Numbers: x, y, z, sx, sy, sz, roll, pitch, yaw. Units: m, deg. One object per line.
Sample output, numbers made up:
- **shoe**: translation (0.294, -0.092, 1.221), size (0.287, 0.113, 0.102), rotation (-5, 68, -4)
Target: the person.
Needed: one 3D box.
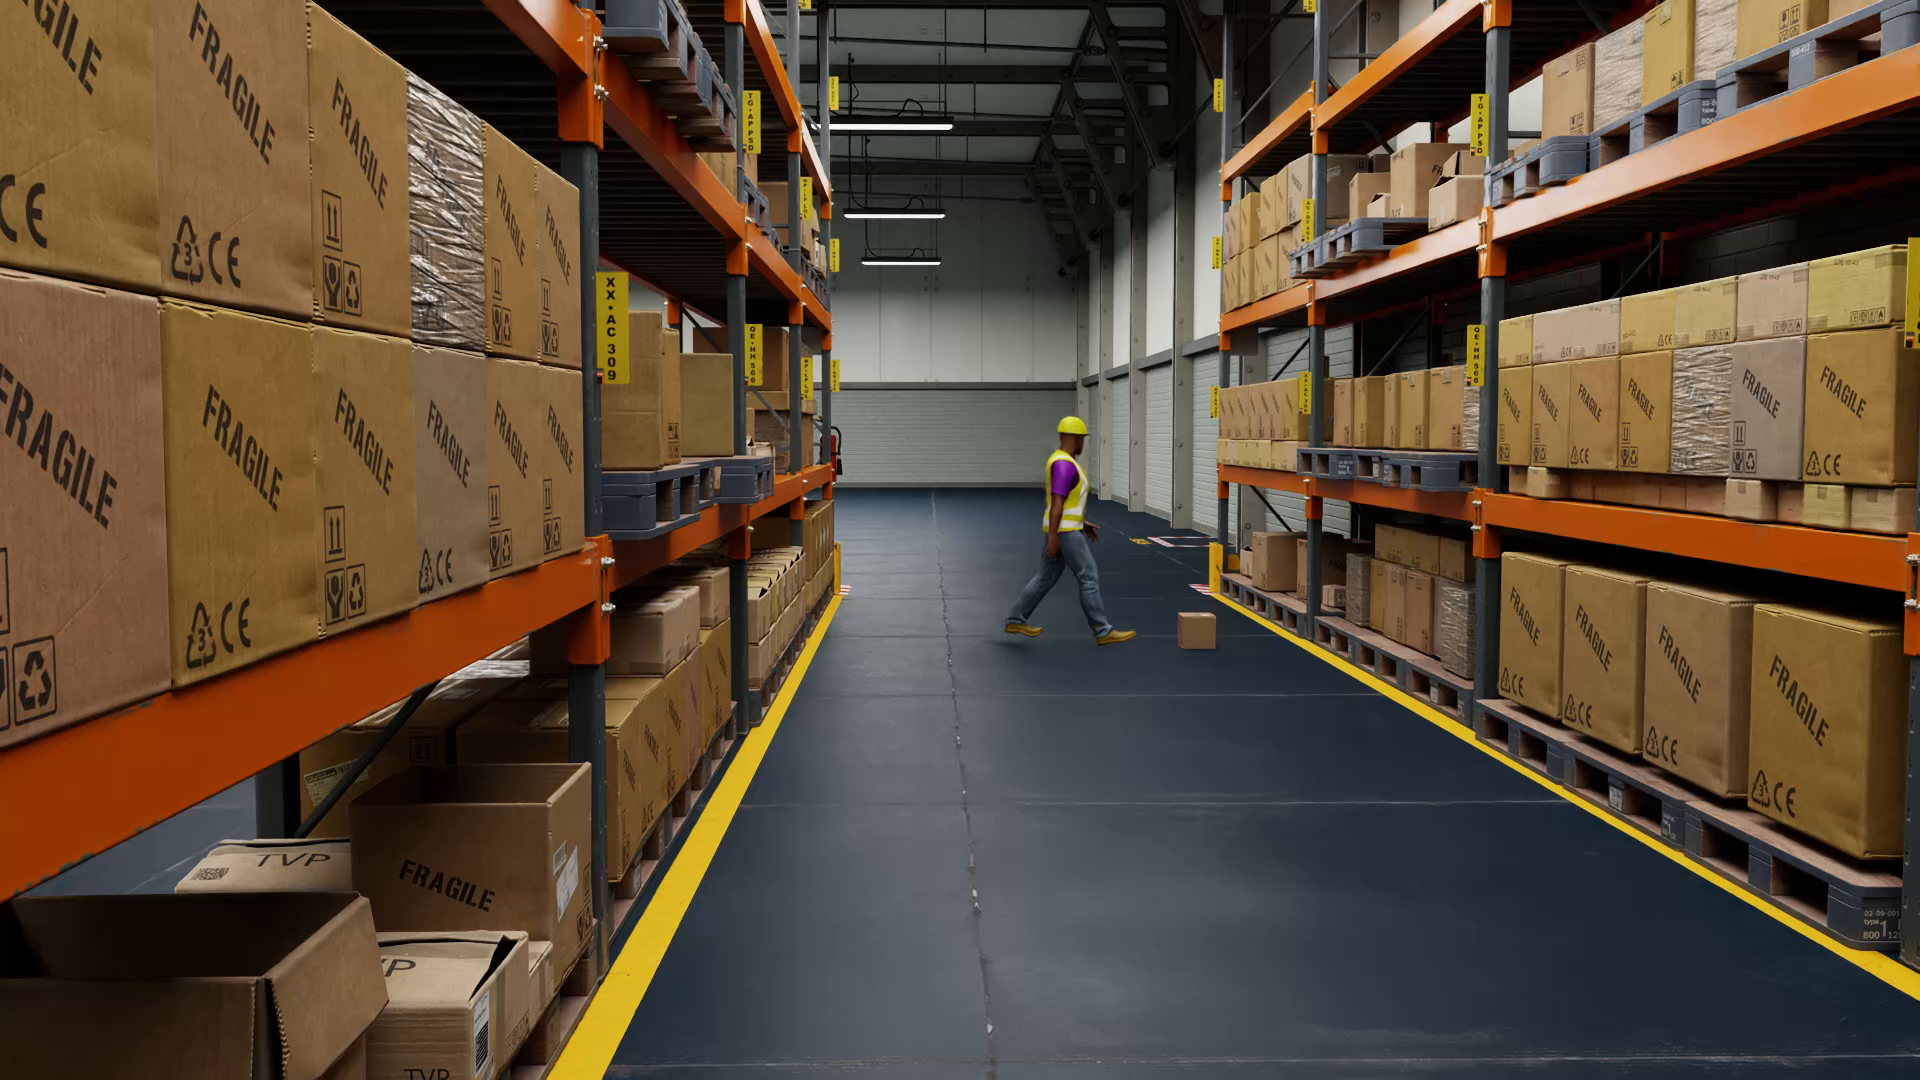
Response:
- **person**: translation (0.874, -0.071, 12.658), size (0.951, 1.739, 0.675), rotation (0, 4, 2)
